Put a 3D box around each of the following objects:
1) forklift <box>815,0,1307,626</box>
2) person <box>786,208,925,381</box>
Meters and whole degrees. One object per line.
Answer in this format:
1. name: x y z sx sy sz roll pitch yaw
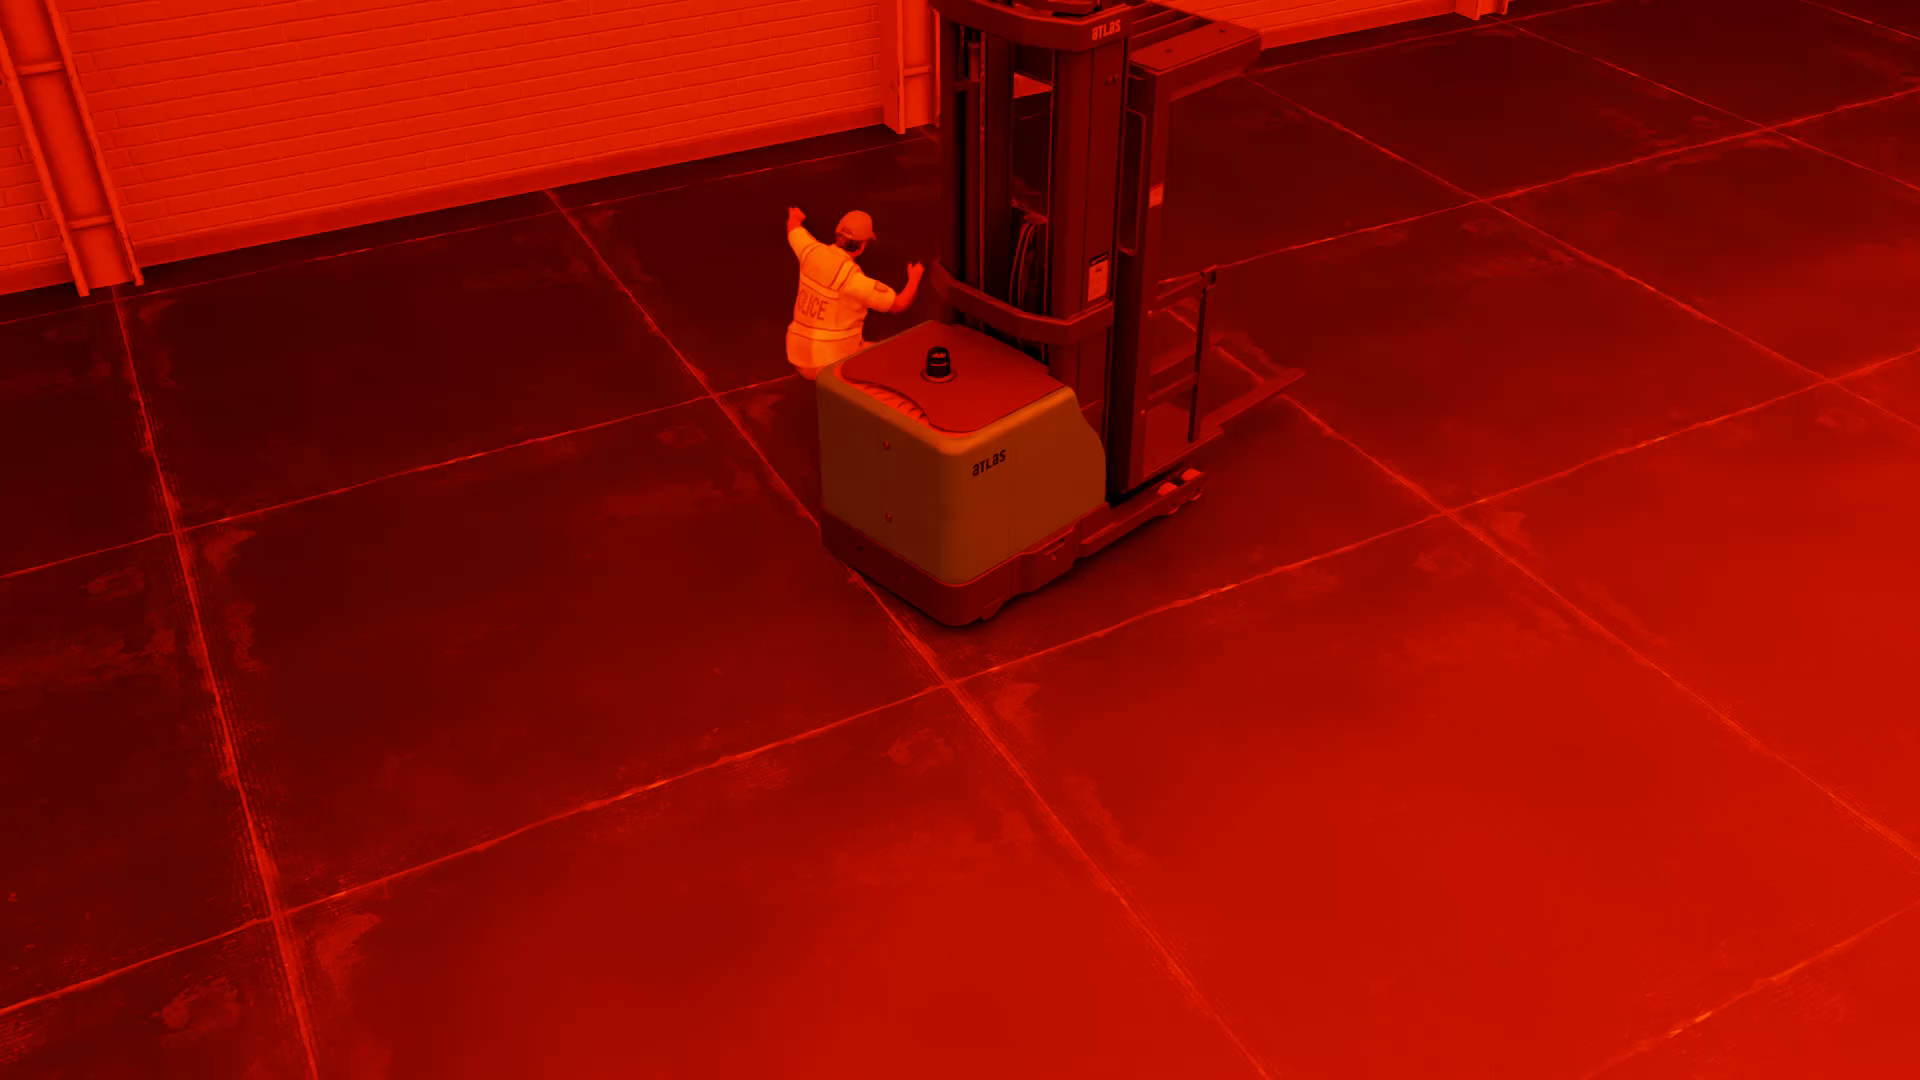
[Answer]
1. forklift: 0.699 -1.526 8.281 3.031 2.935 1.130 -29 45 -35
2. person: -0.559 -1.133 8.949 0.787 1.346 1.530 -24 42 -30
